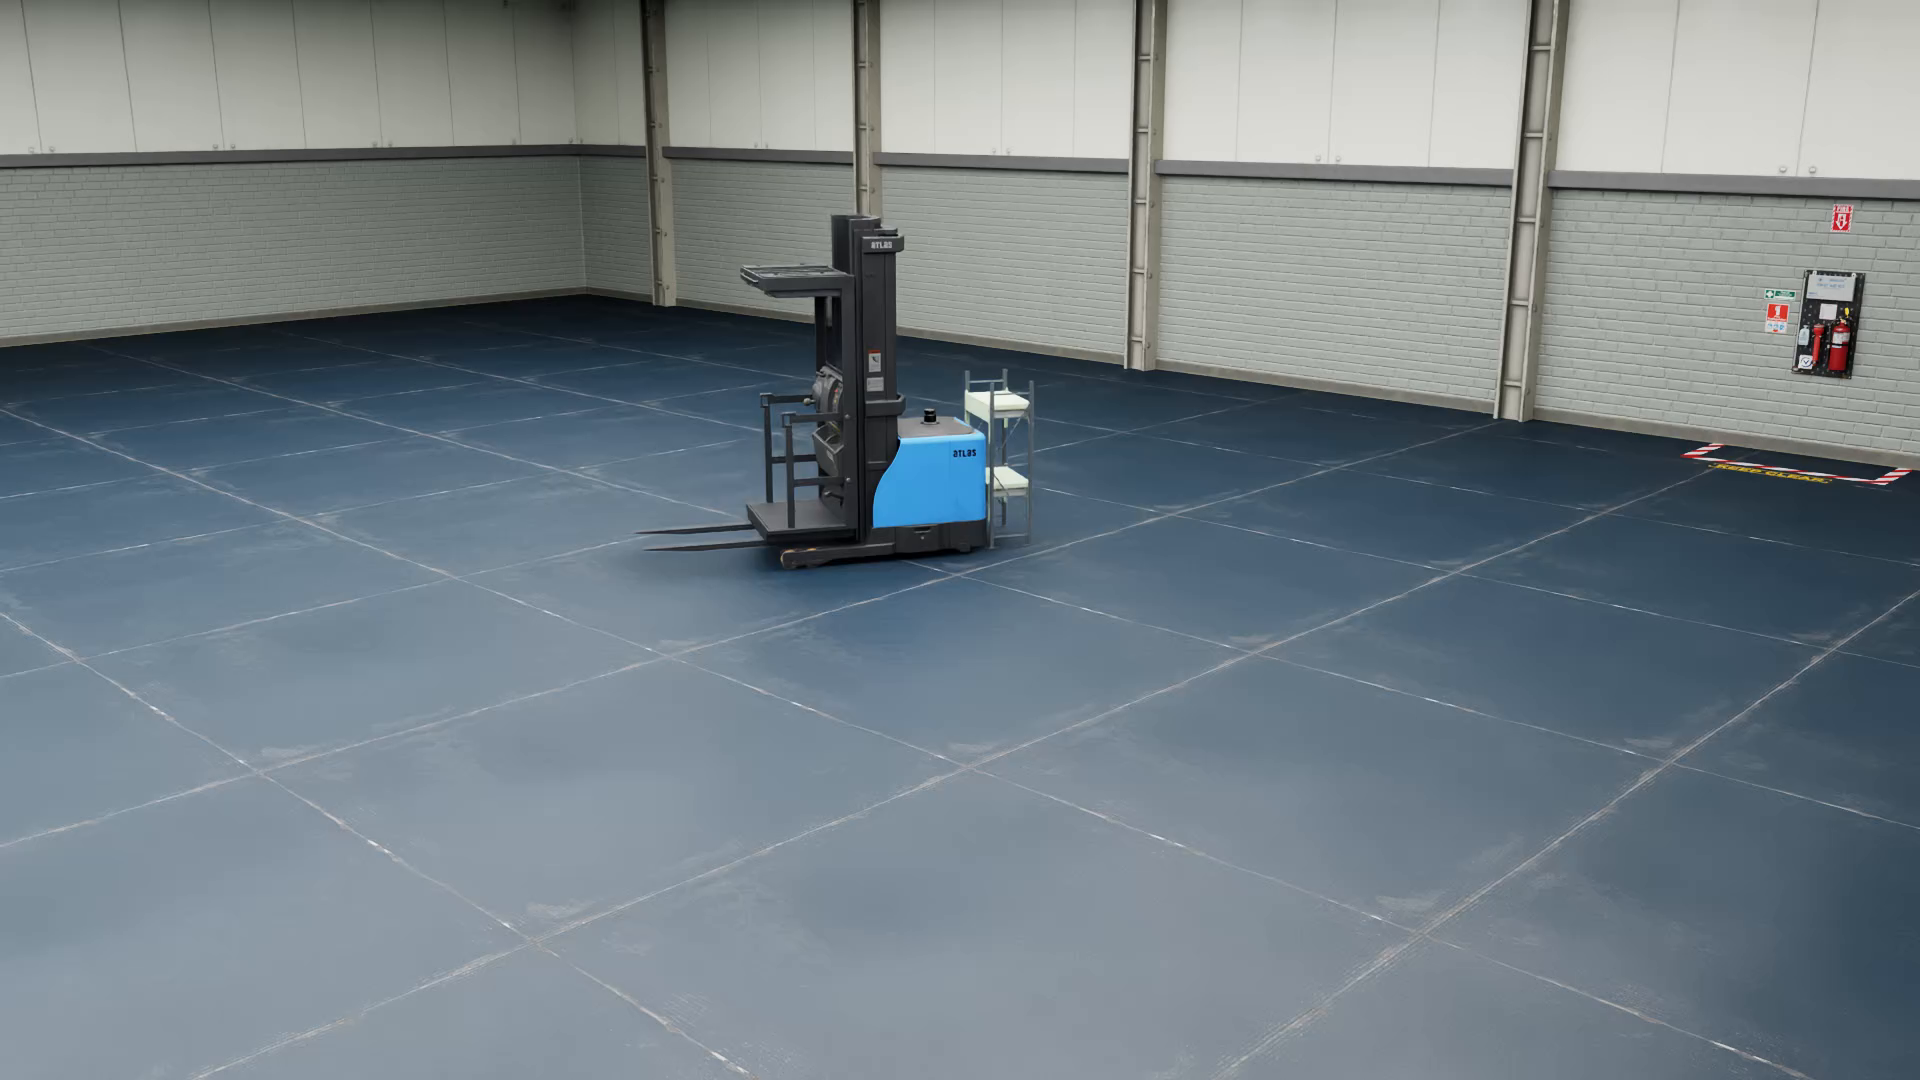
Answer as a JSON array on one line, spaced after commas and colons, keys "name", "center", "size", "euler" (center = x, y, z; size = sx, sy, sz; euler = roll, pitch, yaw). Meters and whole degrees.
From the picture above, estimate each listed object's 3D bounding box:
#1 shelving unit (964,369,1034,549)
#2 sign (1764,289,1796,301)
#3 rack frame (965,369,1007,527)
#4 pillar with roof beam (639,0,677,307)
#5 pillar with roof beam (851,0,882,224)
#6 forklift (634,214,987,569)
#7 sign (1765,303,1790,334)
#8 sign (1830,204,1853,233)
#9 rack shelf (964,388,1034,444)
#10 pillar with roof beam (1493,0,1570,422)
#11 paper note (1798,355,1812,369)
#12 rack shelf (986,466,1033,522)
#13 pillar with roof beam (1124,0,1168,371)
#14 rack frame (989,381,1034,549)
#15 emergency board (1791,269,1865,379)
[{"name": "shelving unit", "center": [0.348, -0.752, 15.162], "size": [0.431, 1.500, 0.755], "euler": [-4, 15, -17]}, {"name": "sign", "center": [9.290, -2.777, 18.837], "size": [0.331, 0.109, 0.001], "euler": [14, 20, 42]}, {"name": "rack frame", "center": [0.241, -0.840, 15.500], "size": [0.400, 1.500, 0.023], "euler": [-4, 15, -17]}, {"name": "pillar with roof beam", "center": [-8.893, -8.273, 29.153], "size": [0.400, 9.000, 9.100], "euler": [14, 20, 42]}, {"name": "pillar with roof beam", "center": [-4.574, -7.223, 25.123], "size": [0.400, 9.000, 9.100], "euler": [14, 20, 42]}, {"name": "forklift", "center": [-1.335, -1.315, 14.483], "size": [3.031, 2.935, 1.130], "euler": [-4, 15, -17]}, {"name": "sign", "center": [9.293, -2.523, 18.913], "size": [0.234, 0.329, 0.001], "euler": [14, 20, 42]}, {"name": "sign", "center": [9.683, -3.532, 18.257], "size": [0.199, 0.298, 0.001], "euler": [14, 20, 42]}, {"name": "rack shelf", "center": [0.349, -1.130, 15.063], "size": [0.431, 0.370, 0.720], "euler": [-4, 15, -17]}, {"name": "pillar with roof beam", "center": [4.064, -5.123, 17.063], "size": [0.400, 9.000, 9.100], "euler": [14, 20, 42]}, {"name": "paper note", "center": [9.540, -2.007, 18.753], "size": [0.142, 0.148, 0.016], "euler": [14, 20, 42]}, {"name": "rack shelf", "center": [0.348, -0.437, 15.244], "size": [0.431, 0.370, 0.720], "euler": [-4, 15, -17]}, {"name": "pillar with roof beam", "center": [-0.255, -6.173, 21.093], "size": [0.400, 9.000, 9.100], "euler": [14, 20, 42]}, {"name": "rack frame", "center": [0.456, -0.664, 14.823], "size": [0.400, 1.500, 0.023], "euler": [-4, 15, -17]}, {"name": "emergency board", "center": [9.619, -2.390, 18.474], "size": [0.643, 1.169, 0.194], "euler": [14, 20, 42]}]
